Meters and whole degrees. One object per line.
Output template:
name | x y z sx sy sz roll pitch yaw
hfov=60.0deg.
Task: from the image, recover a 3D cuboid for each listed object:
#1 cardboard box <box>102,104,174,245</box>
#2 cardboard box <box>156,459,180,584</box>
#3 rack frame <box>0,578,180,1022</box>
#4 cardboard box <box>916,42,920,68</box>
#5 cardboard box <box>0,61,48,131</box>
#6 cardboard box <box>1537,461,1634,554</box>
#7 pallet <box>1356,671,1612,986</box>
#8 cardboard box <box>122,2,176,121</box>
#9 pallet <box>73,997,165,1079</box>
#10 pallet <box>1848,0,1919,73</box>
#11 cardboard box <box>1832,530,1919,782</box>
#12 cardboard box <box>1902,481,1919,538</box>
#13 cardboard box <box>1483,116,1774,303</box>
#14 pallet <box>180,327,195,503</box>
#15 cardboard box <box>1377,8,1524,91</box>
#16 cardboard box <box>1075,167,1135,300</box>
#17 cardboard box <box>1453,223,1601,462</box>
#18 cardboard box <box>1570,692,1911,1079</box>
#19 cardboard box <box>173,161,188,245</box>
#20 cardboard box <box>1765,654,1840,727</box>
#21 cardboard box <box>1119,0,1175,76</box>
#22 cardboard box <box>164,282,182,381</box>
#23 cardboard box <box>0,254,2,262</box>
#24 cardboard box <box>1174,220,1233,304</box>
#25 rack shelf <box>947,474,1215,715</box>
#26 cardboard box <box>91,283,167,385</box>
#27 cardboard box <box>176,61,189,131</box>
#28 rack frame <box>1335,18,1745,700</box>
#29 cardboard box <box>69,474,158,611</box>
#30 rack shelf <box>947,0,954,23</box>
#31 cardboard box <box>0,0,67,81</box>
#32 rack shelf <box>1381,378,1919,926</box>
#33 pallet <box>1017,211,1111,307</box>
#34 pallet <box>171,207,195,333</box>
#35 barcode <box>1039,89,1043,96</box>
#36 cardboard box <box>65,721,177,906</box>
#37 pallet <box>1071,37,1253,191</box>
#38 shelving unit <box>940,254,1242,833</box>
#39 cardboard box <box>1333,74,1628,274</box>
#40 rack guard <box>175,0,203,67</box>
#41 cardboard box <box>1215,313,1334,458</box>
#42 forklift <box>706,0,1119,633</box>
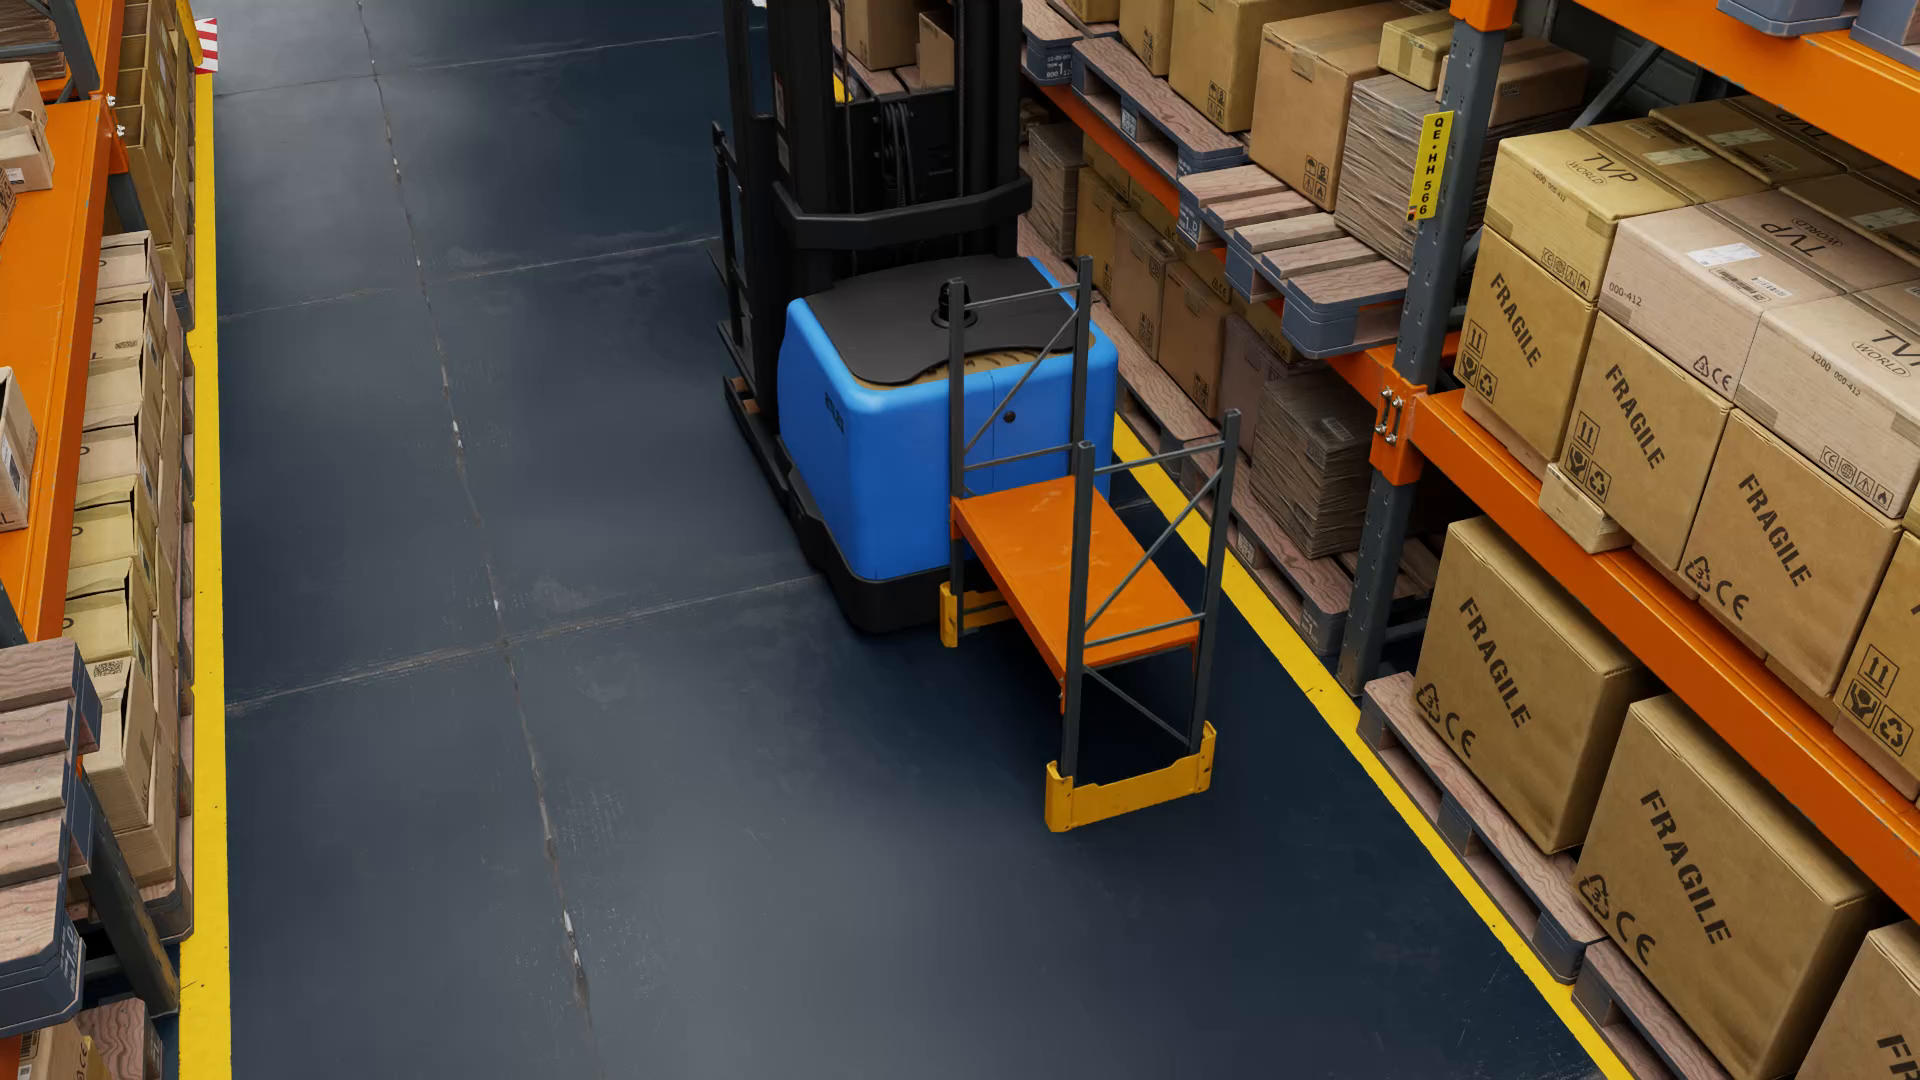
cardboard box | -4.031 -1.688 7.811 0.500 0.500 0.500 -12 39 -16
cardboard box | -3.228 -0.025 6.226 0.500 0.250 0.500 -12 39 -15
rack frame | -2.789 0.267 3.902 1.000 3.000 0.127 -12 39 -16
cardboard box | -0.047 -2.965 10.197 0.380 0.149 0.250 -16 40 -20
cardboard box | -3.955 -1.663 6.590 0.500 0.250 0.500 -10 38 -13
cardboard box | 1.847 -0.122 4.612 0.380 0.149 0.250 -11 38 -15
pallet | 2.062 0.814 5.493 1.003 0.211 1.213 -12 39 -16
cardboard box | -4.549 -2.535 8.935 0.500 0.500 0.500 -12 39 -16
pallet | -2.567 1.811 4.171 1.003 0.211 1.213 -12 39 -16
pallet | 2.520 -0.899 3.115 1.003 0.211 1.213 -11 38 -14
cardboard box | 2.316 0.271 3.550 0.500 0.500 0.500 -11 38 -15
cardboard box | 2.318 -0.045 3.346 0.500 0.250 0.500 -13 39 -17
cardboard box | 1.785 -0.901 4.482 0.500 0.250 0.500 -12 38 -15
pallet | -3.875 -0.470 7.199 1.003 0.211 1.213 -12 39 -16
cardboard box | 1.590 -1.603 5.397 0.380 0.149 0.250 -19 41 -23
cardboard box | 0.978 -1.504 7.965 0.700 0.500 0.500 -13 39 -17
cardboard box | 1.788 -0.600 4.706 0.500 0.500 0.500 -11 38 -15
cardboard box | 2.286 0.869 4.541 0.750 0.750 0.750 -13 39 -16
cardboard box | -4.207 -1.670 8.410 0.500 0.250 0.500 -12 39 -16
cardboard box | 2.226 0.287 4.068 0.380 0.149 0.250 -12 39 -15
cardboard box | 1.069 -2.259 6.807 0.700 0.500 0.500 -7 38 -10
cardboard box | -3.750 -0.888 7.372 0.500 0.250 0.500 -13 39 -16
cardboard box | -3.563 -1.015 5.521 0.500 0.500 0.500 -12 39 -16
cardboard box | 1.245 -1.258 7.015 0.500 0.250 0.500 -13 39 -16
rack shelf | 0.383 0.142 5.614 0.538 0.185 1.000 -13 39 -17
cardboard box | -3.572 -0.824 6.821 0.500 0.311 0.500 -11 38 -15
cardboard box | -4.723 -2.518 9.536 0.500 0.250 0.500 -12 39 -16
rack frame | 1.861 -0.760 5.266 1.000 3.000 0.127 -12 39 -16
cardboard box | -3.055 0.034 5.683 0.500 0.311 0.500 -13 39 -17
rack shelf | -0.204 -3.863 9.983 1.077 0.370 4.000 -12 39 -16
cardboard box | -4.324 -2.282 7.203 0.700 0.500 0.500 -13 39 -17
rack shelf | 2.549 0.657 3.983 1.077 0.370 4.000 -12 39 -16
pallet | 0.754 -1.467 8.522 1.003 0.211 1.213 -12 39 -16
pallet | -4.400 -1.337 8.349 1.003 0.211 1.213 -12 39 -16
barcode | 0.474 -2.628 9.690 0.001 0.075 0.075 -12 39 -16
cardboard box | -2.693 0.841 5.076 0.500 0.250 0.500 -13 39 -16
pallet | 1.141 -1.794 6.798 1.003 0.211 1.213 -12 39 -16
shelving unit | 0.386 0.003 5.499 0.587 1.500 1.083 -13 39 -17
cardboard box | 1.690 -1.240 5.454 0.700 0.500 0.500 -17 40 -21
rack guard | -5.550 -3.267 10.672 1.175 0.500 0.348 -12 39 -16
cardboard box | 1.496 -0.649 6.830 0.700 0.500 0.500 -13 39 -16
forklift | -0.418 -1.712 6.587 1.130 2.935 3.031 -13 39 -17
